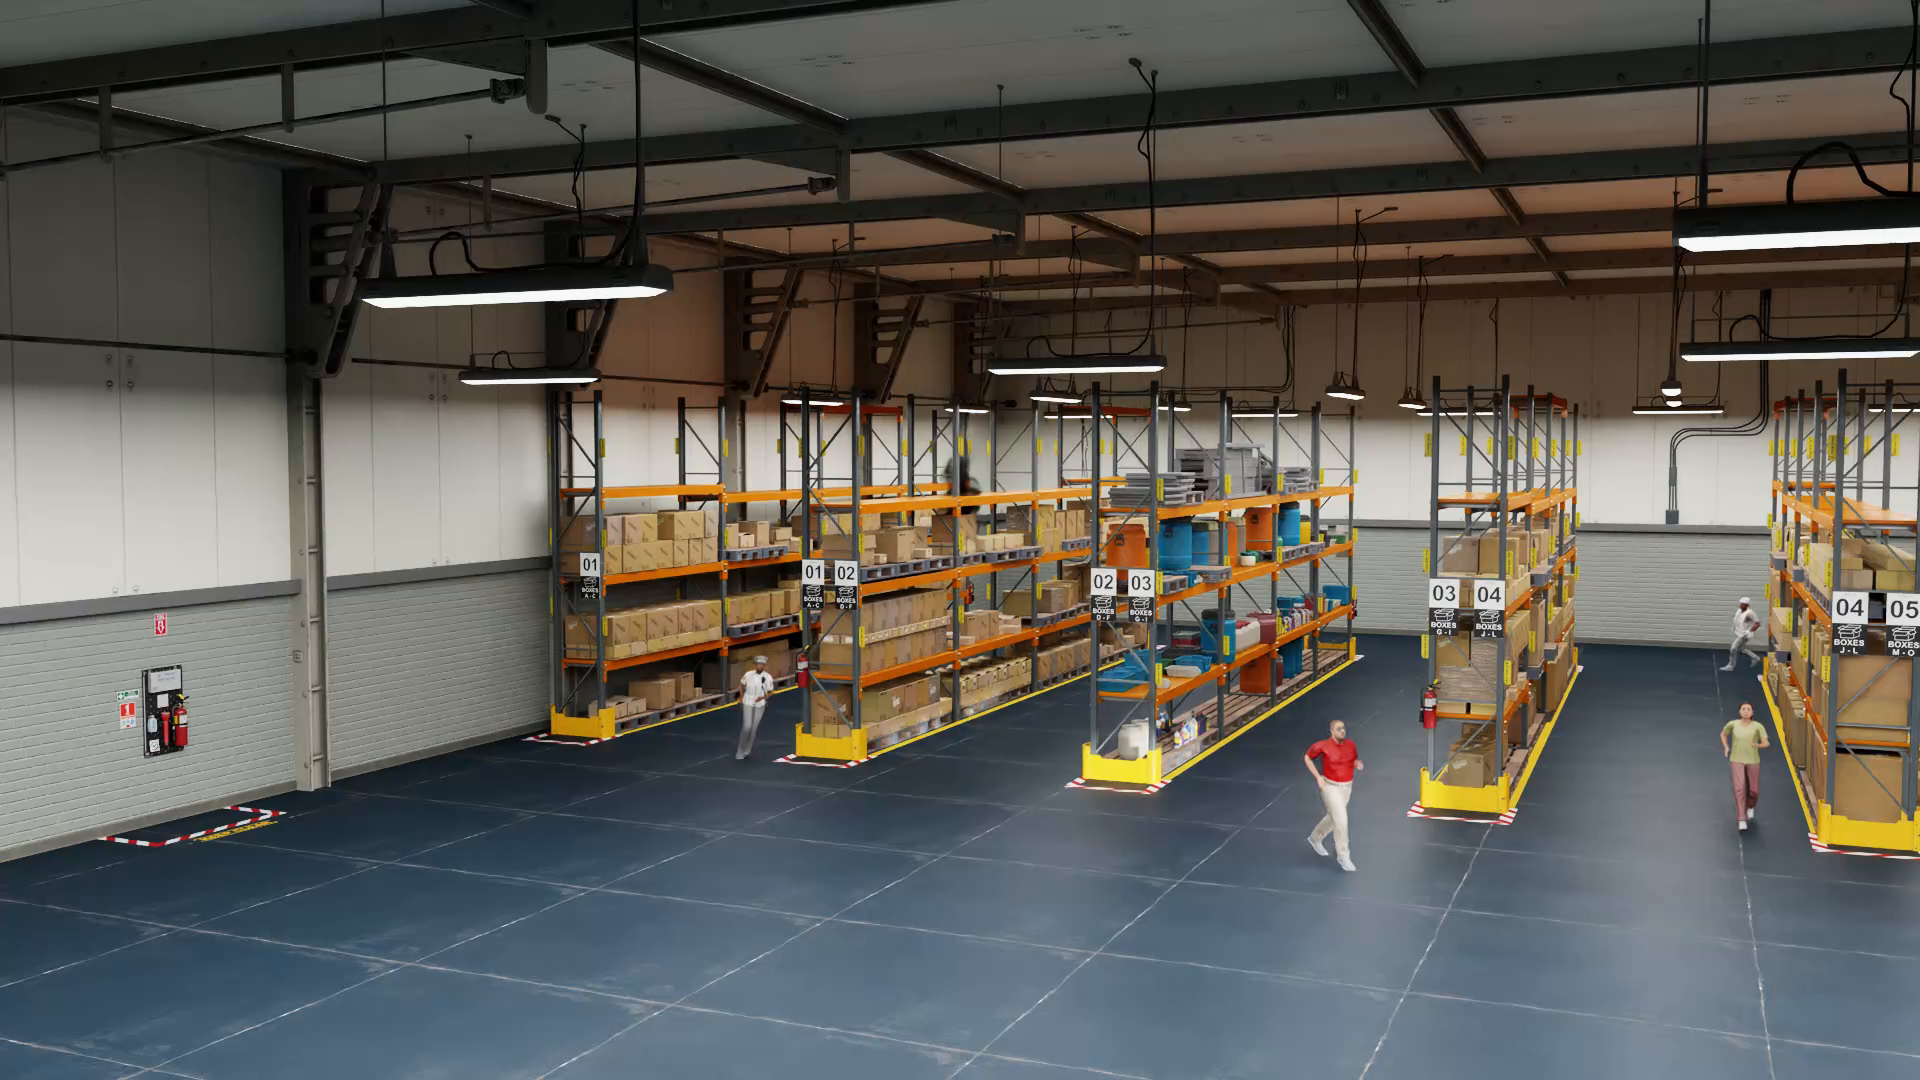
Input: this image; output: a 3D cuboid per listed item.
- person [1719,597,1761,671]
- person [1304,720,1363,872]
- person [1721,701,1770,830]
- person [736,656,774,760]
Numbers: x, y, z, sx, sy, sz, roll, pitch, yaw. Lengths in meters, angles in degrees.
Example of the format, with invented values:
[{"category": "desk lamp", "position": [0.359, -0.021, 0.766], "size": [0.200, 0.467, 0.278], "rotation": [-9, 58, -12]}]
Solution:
[{"category": "person", "position": [17.492, 2.107, 36.992], "size": [0.891, 1.703, 0.727], "rotation": [0, 3, 1]}, {"category": "person", "position": [4.536, 3.041, 20.032], "size": [0.636, 1.772, 0.865], "rotation": [-2, 4, -32]}, {"category": "person", "position": [10.375, 2.953, 21.990], "size": [0.589, 1.641, 0.867], "rotation": [1, 3, 24]}, {"category": "person", "position": [-3.318, 2.702, 26.826], "size": [0.612, 1.695, 0.622], "rotation": [-1, 3, -10]}]
